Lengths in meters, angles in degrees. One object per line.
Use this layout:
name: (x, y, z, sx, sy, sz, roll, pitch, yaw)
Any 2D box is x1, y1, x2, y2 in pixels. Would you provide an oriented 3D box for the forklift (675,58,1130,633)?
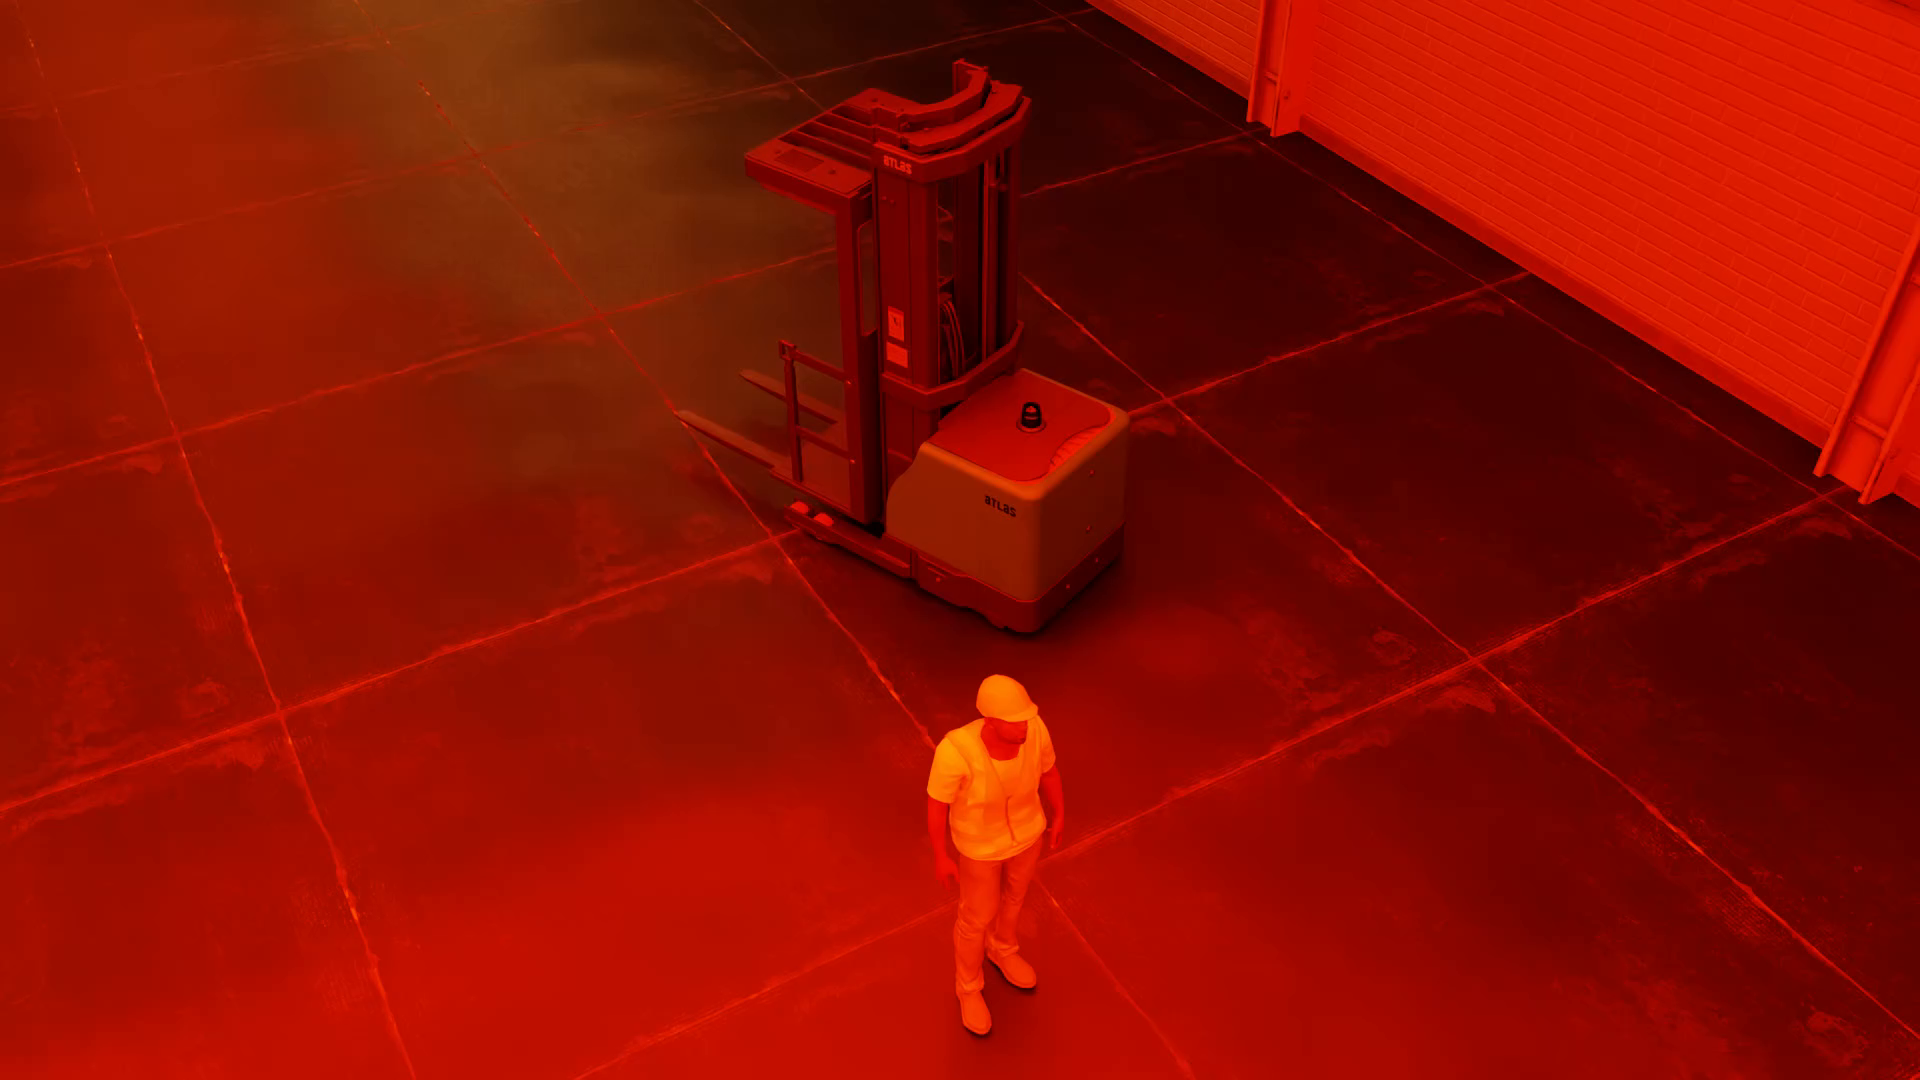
forklift: (-0.481, -1.366, 9.683, 3.031, 2.935, 1.130, 26, 46, 28)

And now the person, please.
person: (0.205, 1.348, 7.312, 0.666, 1.766, 0.577, -19, 43, -22)
